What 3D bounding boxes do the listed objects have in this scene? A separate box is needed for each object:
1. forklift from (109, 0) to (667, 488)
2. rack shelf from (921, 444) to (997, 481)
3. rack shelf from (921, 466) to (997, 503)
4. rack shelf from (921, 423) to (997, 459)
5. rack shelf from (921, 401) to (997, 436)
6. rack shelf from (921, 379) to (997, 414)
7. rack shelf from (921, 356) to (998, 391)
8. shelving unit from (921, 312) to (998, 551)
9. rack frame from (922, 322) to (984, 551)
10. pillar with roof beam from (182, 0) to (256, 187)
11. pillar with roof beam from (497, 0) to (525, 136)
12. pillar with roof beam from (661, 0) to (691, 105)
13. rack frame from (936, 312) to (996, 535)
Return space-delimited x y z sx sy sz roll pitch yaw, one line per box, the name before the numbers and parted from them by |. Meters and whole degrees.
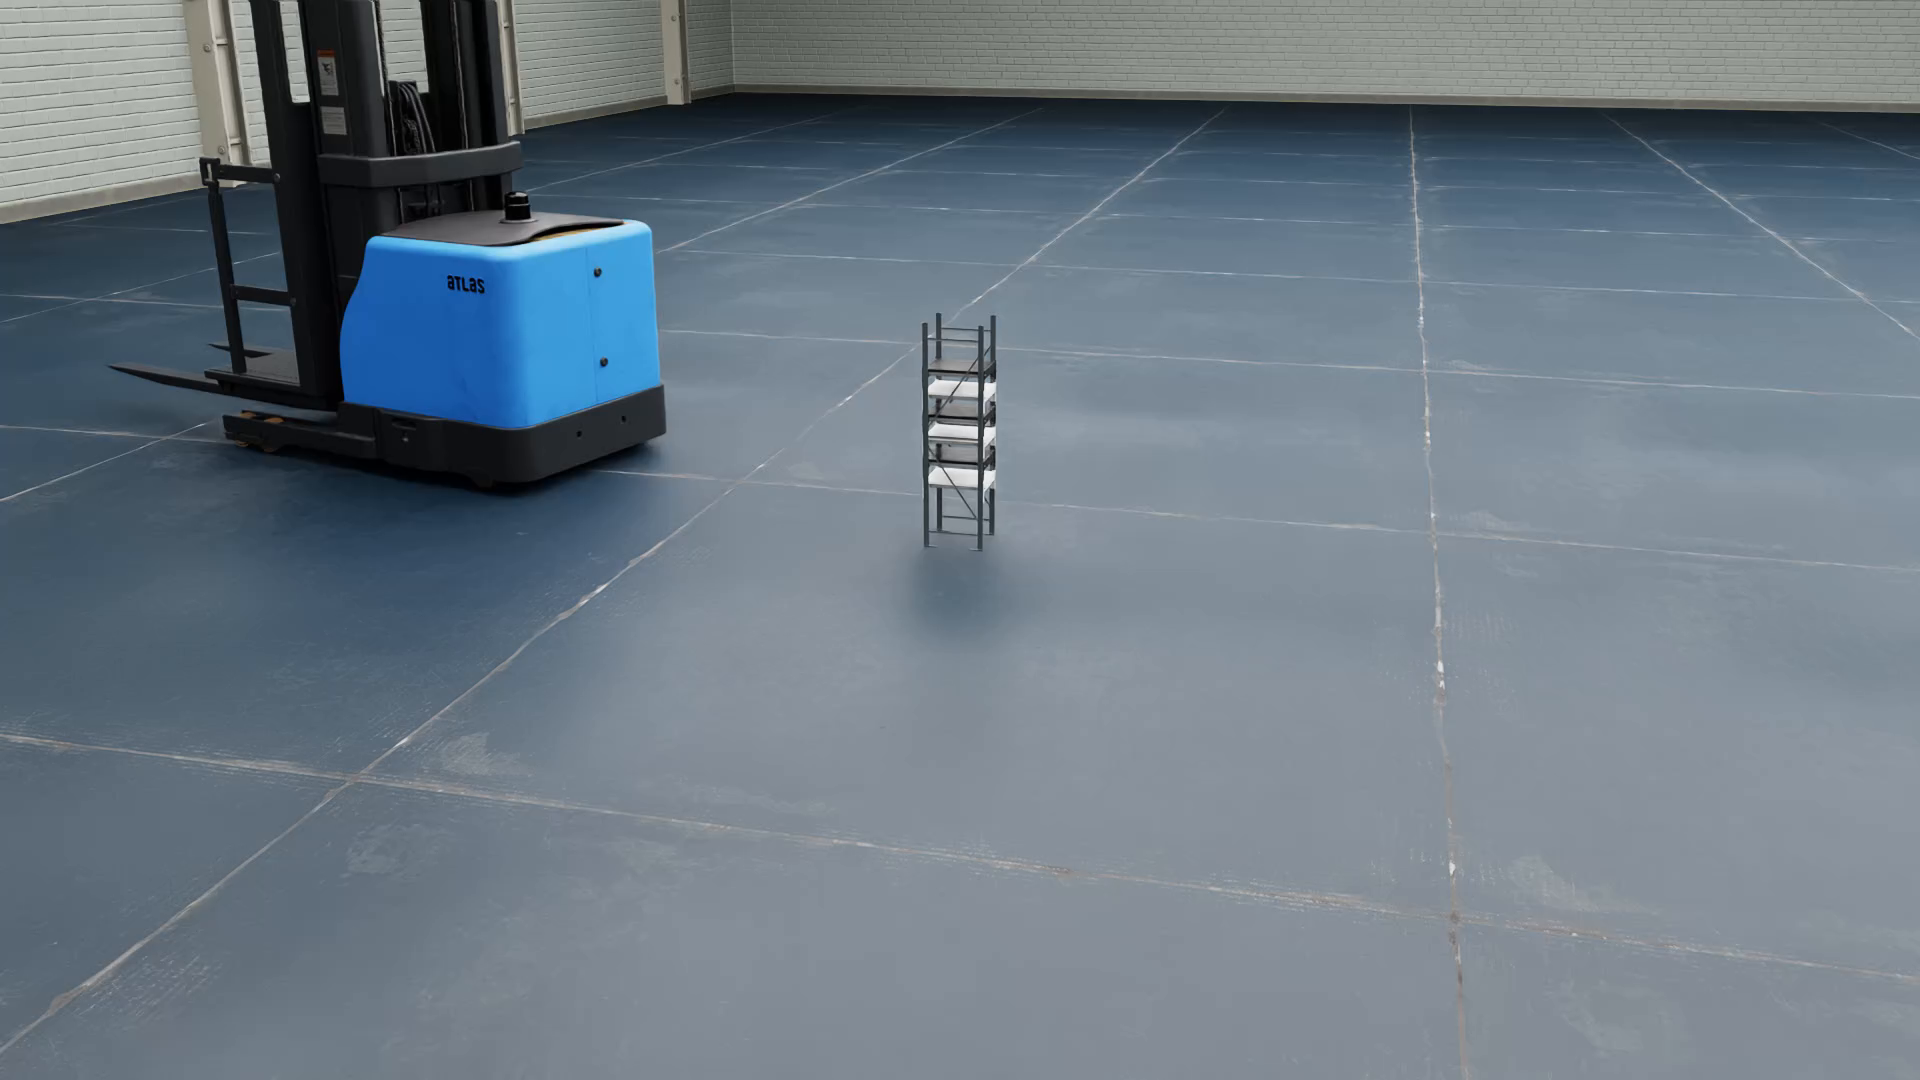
forklift | -2.947 -1.939 7.829 3.031 2.935 1.130 10 21 28
rack shelf | -0.002 -0.307 6.575 0.258 0.077 0.200 5 19 13
rack shelf | -0.002 -0.221 6.604 0.258 0.077 0.200 5 19 13
rack shelf | -0.002 -0.392 6.545 0.258 0.077 0.200 5 19 13
rack shelf | -0.002 -0.477 6.516 0.258 0.077 0.200 5 19 13
rack shelf | -0.002 -0.562 6.487 0.258 0.077 0.200 5 19 13
rack shelf | -0.002 -0.647 6.458 0.258 0.077 0.200 5 19 13
shelving unit | -0.002 -0.423 6.535 0.258 0.900 0.210 5 19 13
rack frame | -0.027 -0.391 6.441 0.240 0.900 0.006 5 19 13
pillar with roof beam | -3.642 -7.737 15.418 9.100 9.000 0.400 5 19 13
pillar with roof beam | -2.176 -9.618 20.924 9.100 9.000 0.400 5 19 13
pillar with roof beam | -0.710 -11.498 26.430 9.100 9.000 0.400 5 19 13
rack frame | 0.023 -0.455 6.628 0.240 0.900 0.006 5 19 13
